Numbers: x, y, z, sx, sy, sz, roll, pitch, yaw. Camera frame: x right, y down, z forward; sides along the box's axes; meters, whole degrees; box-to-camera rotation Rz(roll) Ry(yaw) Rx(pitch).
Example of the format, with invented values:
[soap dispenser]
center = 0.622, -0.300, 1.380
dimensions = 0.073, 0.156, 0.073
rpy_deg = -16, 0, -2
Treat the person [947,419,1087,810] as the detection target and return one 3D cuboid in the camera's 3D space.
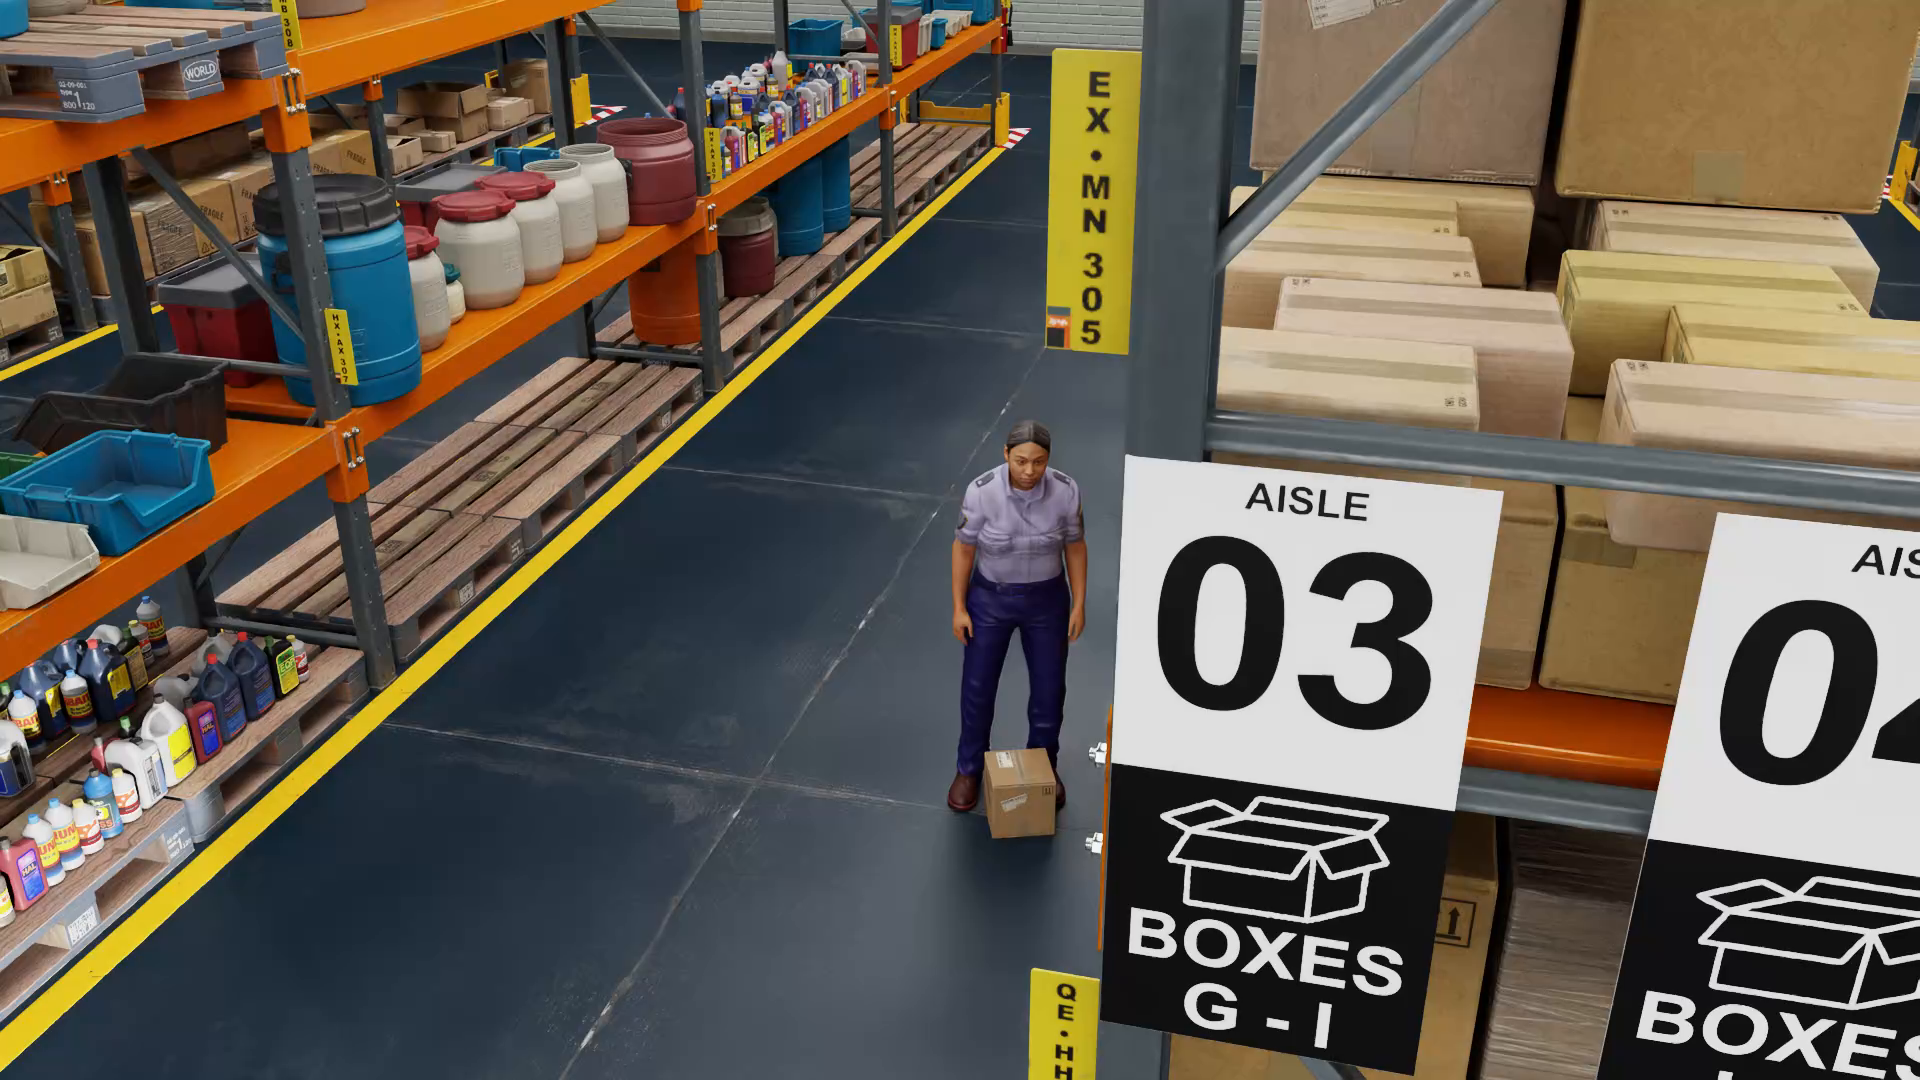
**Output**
[person]
center = 0.220, 0.286, 6.548
dimensions = 0.555, 1.626, 0.366
rpy_deg = -1, 26, -3
